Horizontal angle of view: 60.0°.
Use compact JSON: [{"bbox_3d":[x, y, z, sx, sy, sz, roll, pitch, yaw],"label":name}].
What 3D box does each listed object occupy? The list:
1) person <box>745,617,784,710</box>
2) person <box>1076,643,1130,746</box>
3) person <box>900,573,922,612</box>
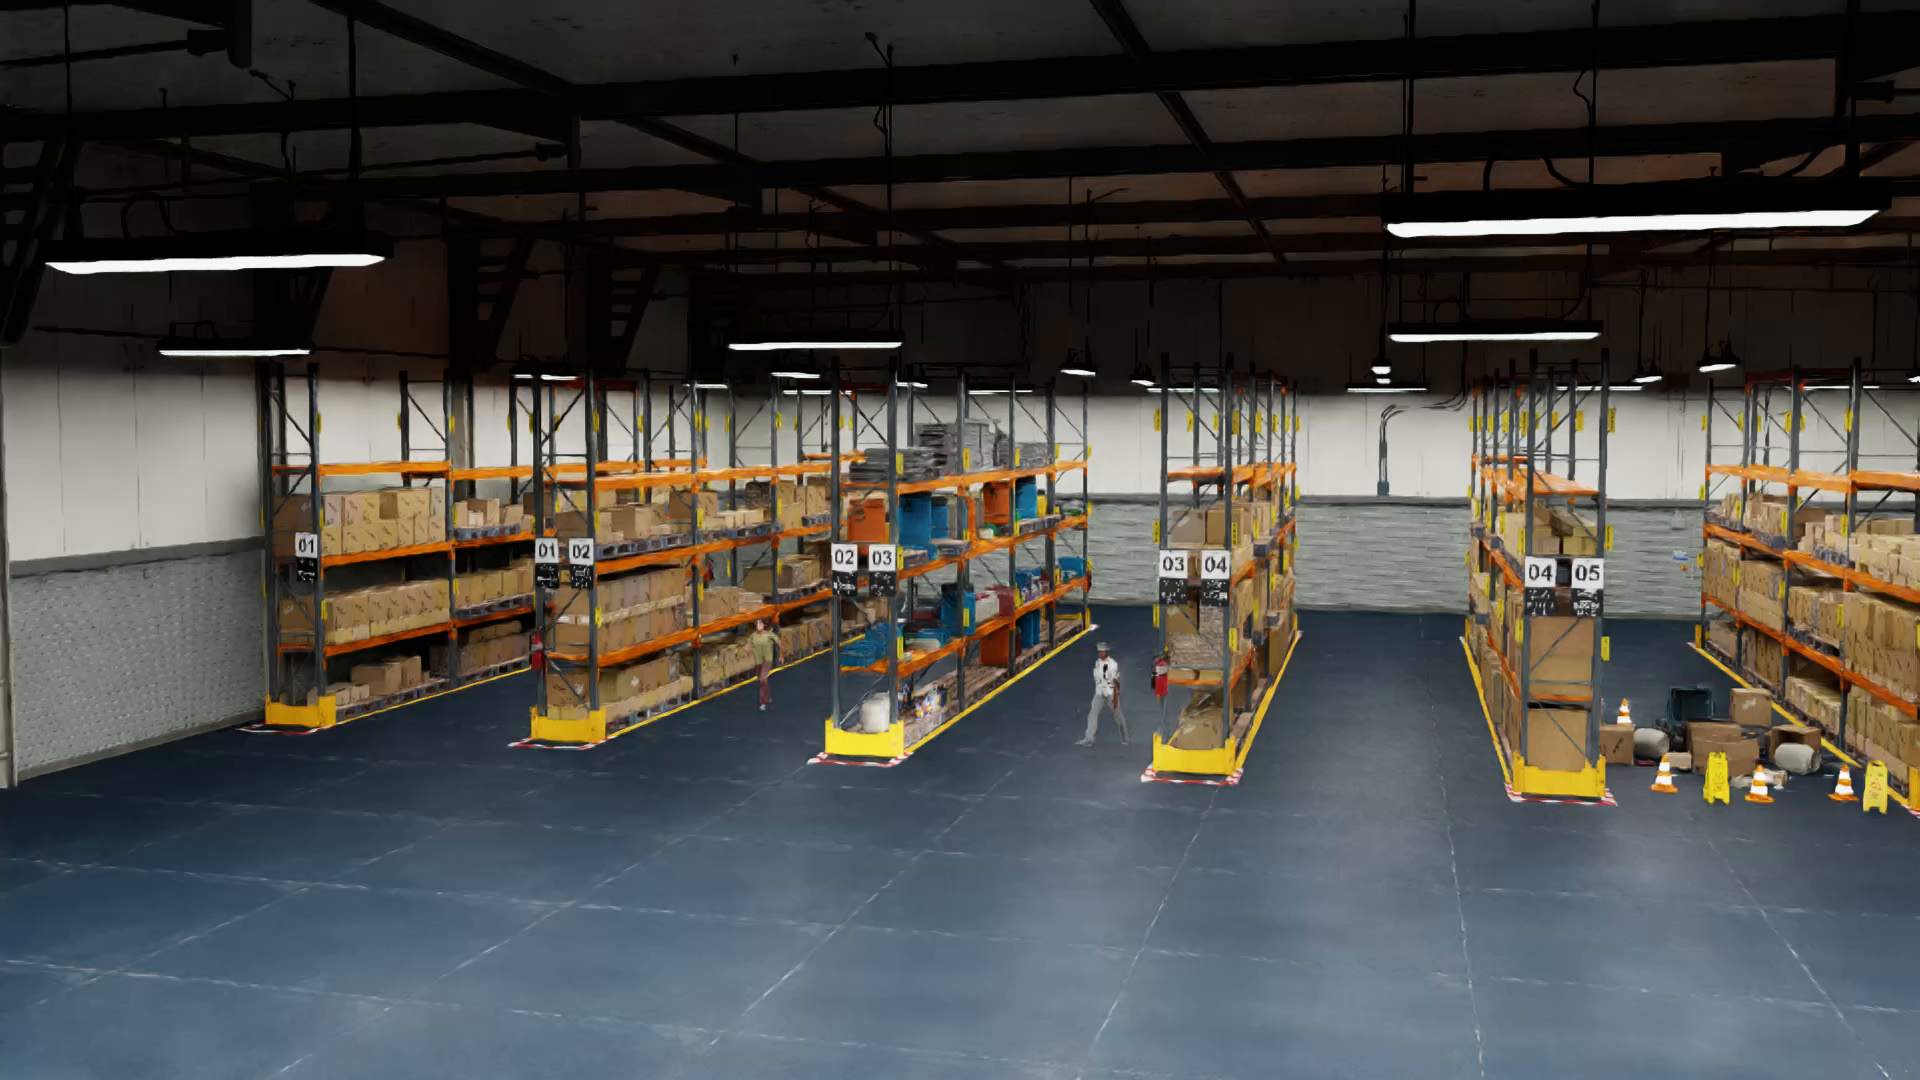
[{"bbox_3d":[-3.466,2.139,29.297,0.603,1.600,0.799,1,4,20],"label":"person"},{"bbox_3d":[2.247,2.377,25.691,0.499,1.622,0.917,4,6,43],"label":"person"},{"bbox_3d":[-1.304,1.138,43.955,0.576,1.558,0.426,-3,5,-39],"label":"person"}]
